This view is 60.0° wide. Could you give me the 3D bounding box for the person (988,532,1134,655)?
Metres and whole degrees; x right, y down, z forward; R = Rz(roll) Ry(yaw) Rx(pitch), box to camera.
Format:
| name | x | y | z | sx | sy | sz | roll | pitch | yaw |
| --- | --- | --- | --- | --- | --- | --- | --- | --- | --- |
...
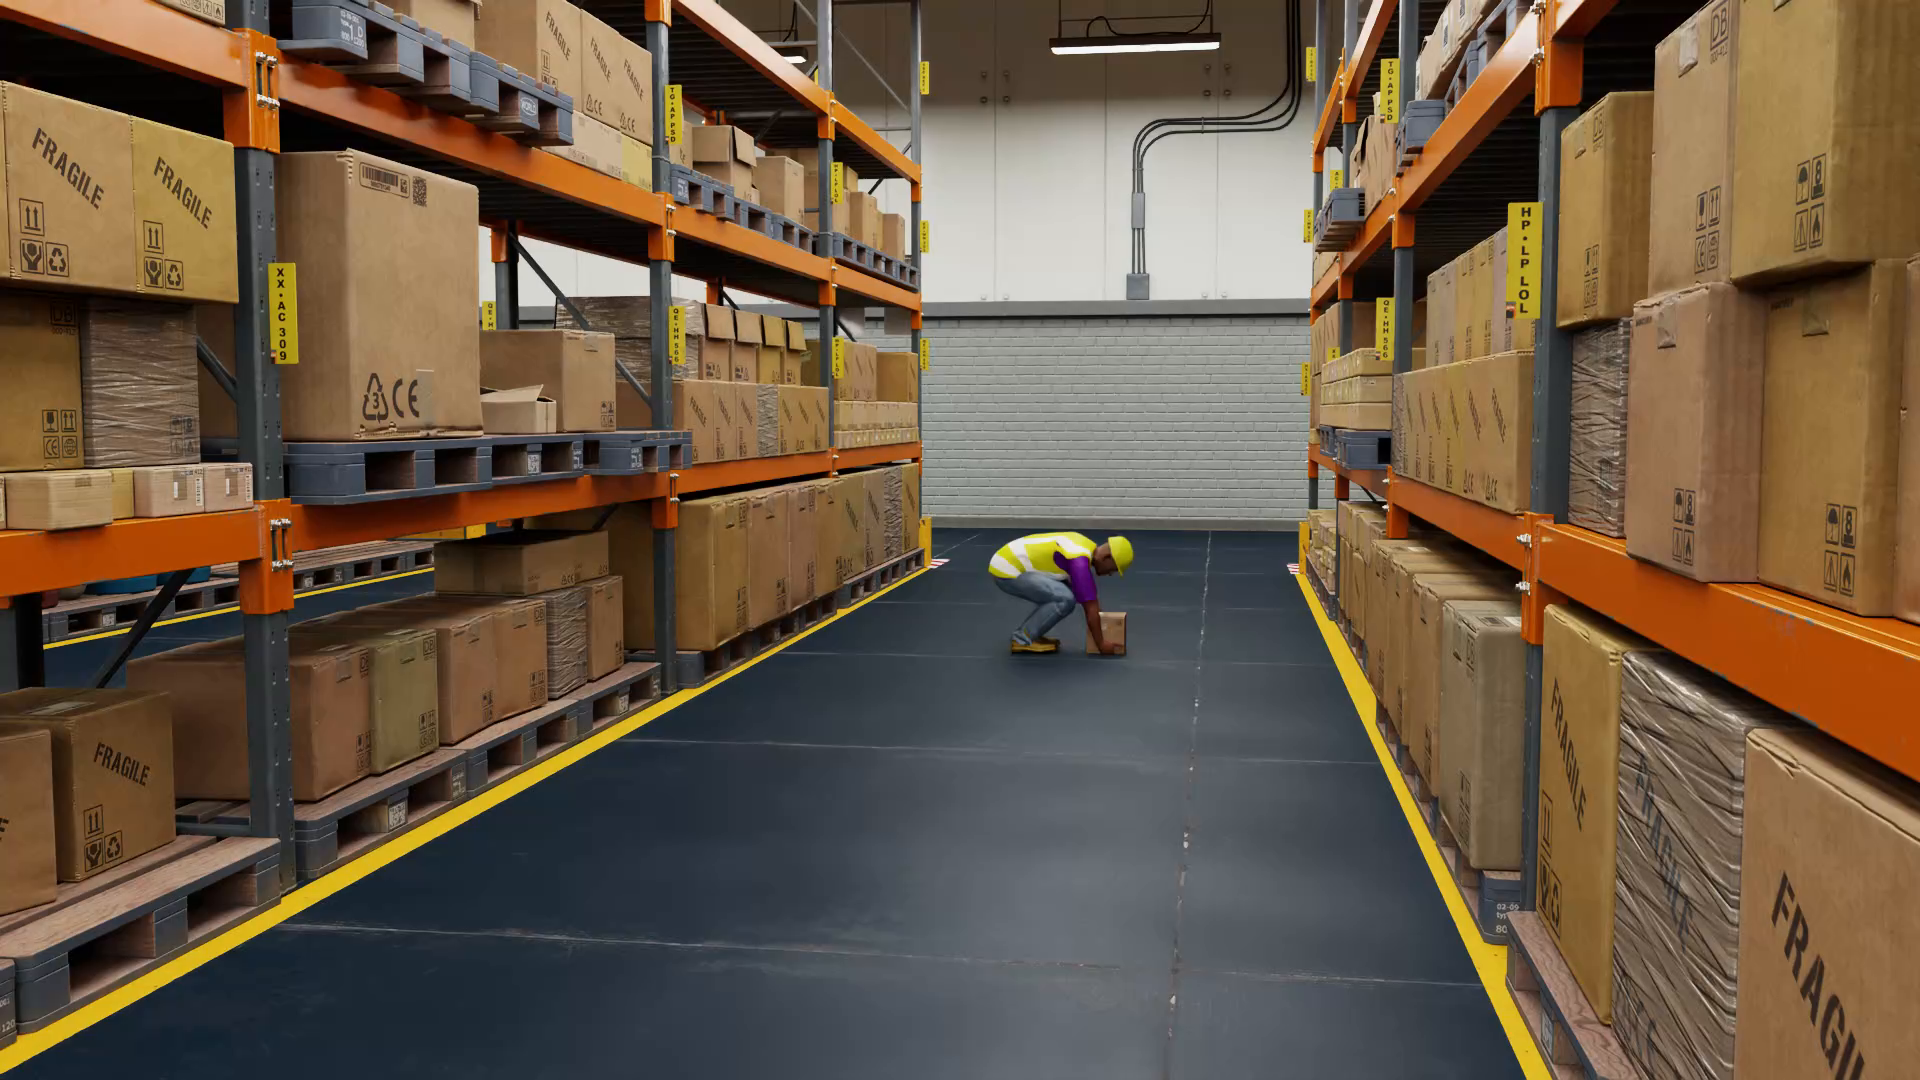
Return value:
| name | x | y | z | sx | sy | sz | roll | pitch | yaw |
| --- | --- | --- | --- | --- | --- | --- | --- | --- | --- |
| person | 0.684 | 0.357 | 11.254 | 0.974 | 0.821 | 0.522 | 1 | 4 | 7 |
